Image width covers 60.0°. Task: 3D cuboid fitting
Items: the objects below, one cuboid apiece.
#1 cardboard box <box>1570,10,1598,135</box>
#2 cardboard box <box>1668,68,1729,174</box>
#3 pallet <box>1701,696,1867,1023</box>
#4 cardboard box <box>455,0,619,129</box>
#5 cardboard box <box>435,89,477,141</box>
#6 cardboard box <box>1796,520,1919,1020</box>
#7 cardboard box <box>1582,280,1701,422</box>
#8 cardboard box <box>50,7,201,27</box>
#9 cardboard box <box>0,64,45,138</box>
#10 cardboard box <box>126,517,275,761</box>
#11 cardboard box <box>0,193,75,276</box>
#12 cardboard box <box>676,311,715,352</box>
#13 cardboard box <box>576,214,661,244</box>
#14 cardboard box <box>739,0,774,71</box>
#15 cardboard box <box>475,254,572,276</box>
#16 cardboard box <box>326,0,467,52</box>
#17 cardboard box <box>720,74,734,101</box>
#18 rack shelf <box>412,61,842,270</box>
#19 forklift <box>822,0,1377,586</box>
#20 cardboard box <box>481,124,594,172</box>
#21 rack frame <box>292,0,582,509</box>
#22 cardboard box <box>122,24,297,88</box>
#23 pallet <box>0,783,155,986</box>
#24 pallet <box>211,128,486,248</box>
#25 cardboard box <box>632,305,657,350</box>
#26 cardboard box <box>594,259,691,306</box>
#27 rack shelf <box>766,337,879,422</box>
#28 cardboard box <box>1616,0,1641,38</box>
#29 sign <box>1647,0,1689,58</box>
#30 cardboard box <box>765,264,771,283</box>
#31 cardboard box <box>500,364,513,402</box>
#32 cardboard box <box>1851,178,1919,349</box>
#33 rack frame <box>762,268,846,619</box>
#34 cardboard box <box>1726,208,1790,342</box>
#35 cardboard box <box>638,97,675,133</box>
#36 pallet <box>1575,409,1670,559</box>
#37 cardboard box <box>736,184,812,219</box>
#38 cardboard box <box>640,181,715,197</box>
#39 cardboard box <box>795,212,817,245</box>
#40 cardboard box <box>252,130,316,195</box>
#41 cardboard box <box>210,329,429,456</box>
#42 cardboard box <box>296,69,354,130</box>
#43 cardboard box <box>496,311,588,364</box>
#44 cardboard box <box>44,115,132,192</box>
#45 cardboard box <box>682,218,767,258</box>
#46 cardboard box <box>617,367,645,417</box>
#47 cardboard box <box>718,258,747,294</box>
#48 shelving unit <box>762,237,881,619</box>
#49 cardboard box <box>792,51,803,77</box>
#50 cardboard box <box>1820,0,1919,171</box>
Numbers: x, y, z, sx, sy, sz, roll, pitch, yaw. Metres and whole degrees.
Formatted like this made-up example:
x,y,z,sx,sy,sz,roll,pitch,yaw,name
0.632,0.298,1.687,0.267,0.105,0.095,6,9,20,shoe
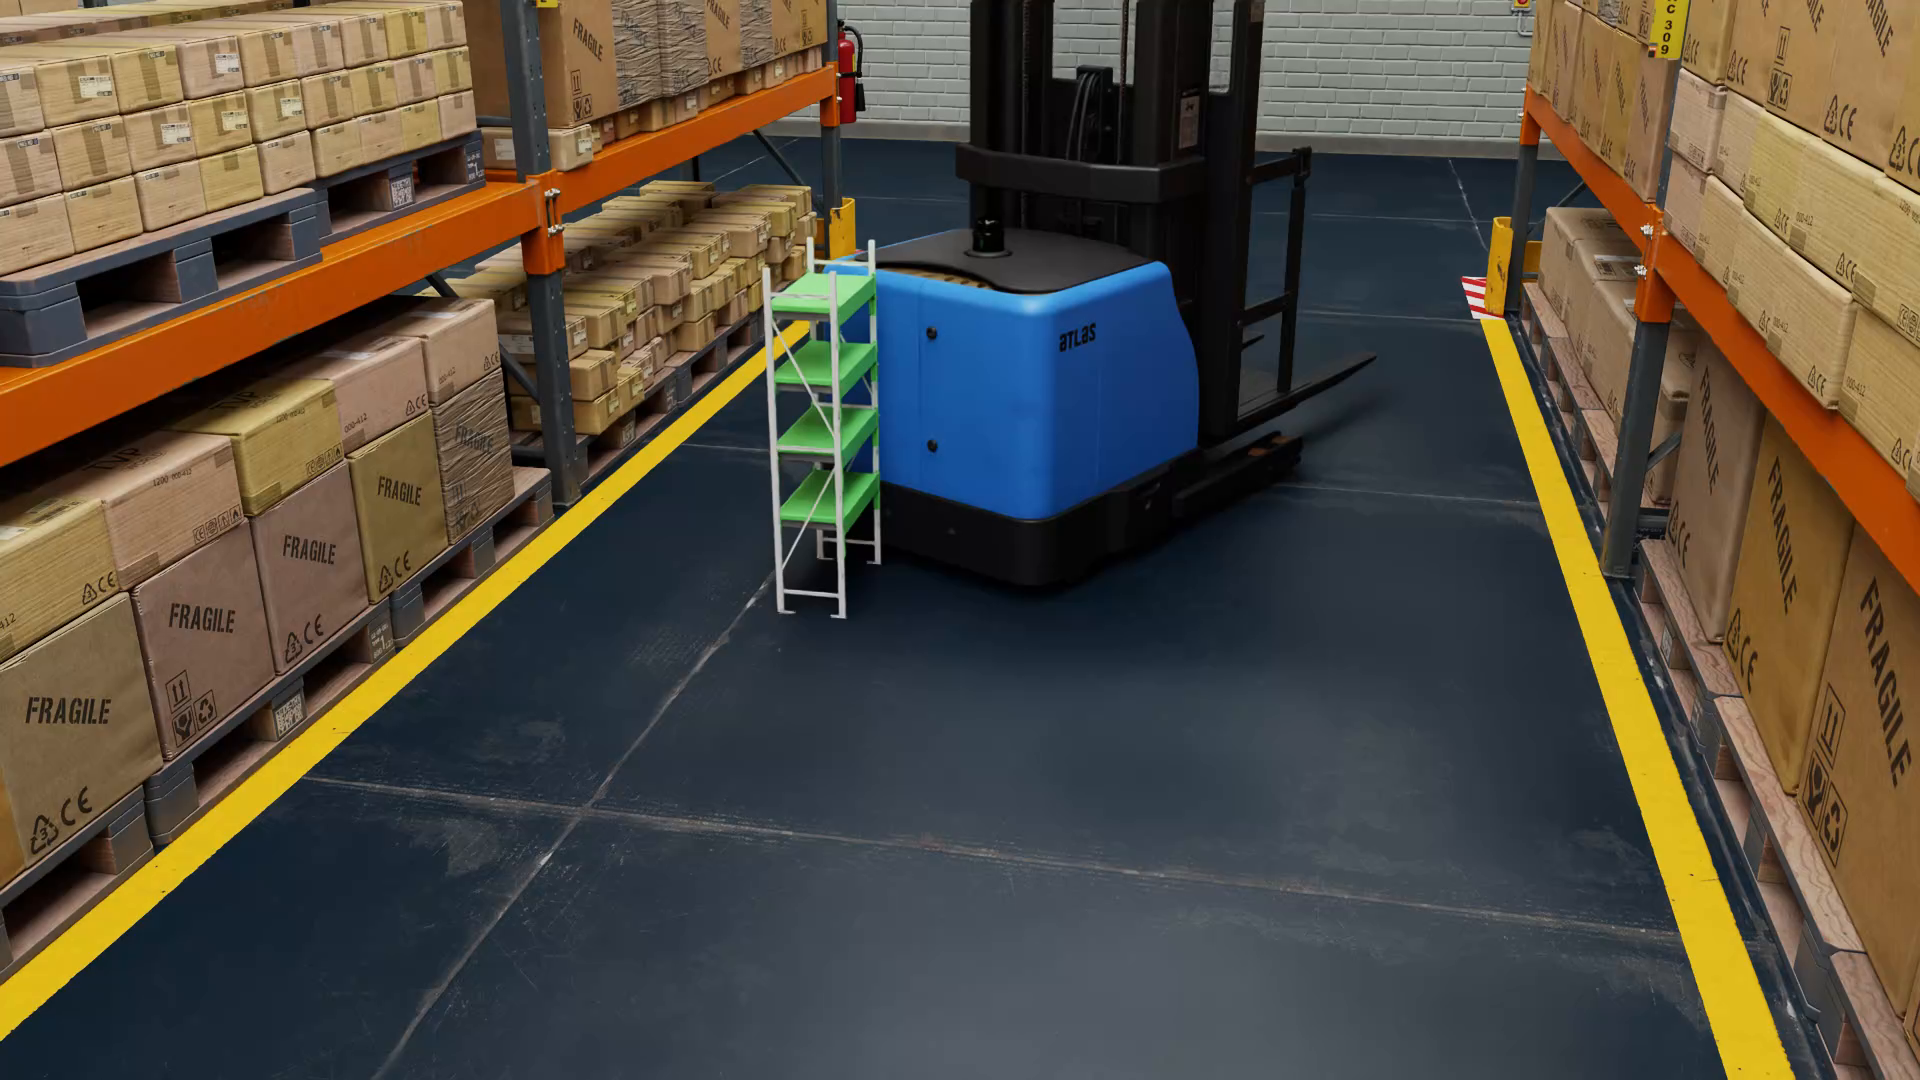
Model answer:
x,y,z,sx,sy,sz,roll,pitch,yaw,name
2.979,-2.035,7.256,0.500,0.500,0.500,5,23,13,cardboard box
2.460,-1.258,4.994,0.500,0.250,0.500,4,22,9,cardboard box
2.495,0.794,4.100,1.003,0.211,1.213,4,22,11,pallet
-1.693,-1.922,6.578,0.500,0.500,0.500,4,22,10,cardboard box
-1.928,-1.493,5.821,0.380,0.149,0.250,4,22,10,cardboard box
2.418,0.446,3.512,0.875,0.875,0.875,5,22,12,cardboard box
3.241,-0.790,7.168,0.875,0.438,0.875,4,22,9,cardboard box
-2.678,-1.625,5.351,0.380,0.149,0.250,5,22,11,cardboard box
-2.359,-1.005,3.811,0.380,0.149,0.250,6,23,13,cardboard box
-2.264,0.241,4.525,0.500,0.500,0.500,4,22,10,cardboard box
-2.353,-0.732,3.931,0.380,0.149,0.250,5,23,13,cardboard box
-1.427,-1.034,8.160,0.380,0.149,0.250,4,22,9,cardboard box
-1.815,-1.631,8.846,0.380,0.149,0.250,5,23,13,cardboard box
-1.269,-2.665,8.423,0.500,0.500,0.500,5,22,11,cardboard box
-2.072,-1.257,7.917,0.380,0.149,0.250,3,22,8,cardboard box
-1.932,-1.768,5.706,0.380,0.149,0.250,5,23,13,cardboard box
-1.364,-2.317,8.427,0.380,0.149,0.250,4,22,9,cardboard box
-1.633,-1.973,8.201,1.077,0.370,4.000,4,22,11,rack shelf
0.797,-1.682,6.606,1.130,2.935,3.031,17,27,35,forklift
-1.663,-1.538,6.493,0.380,0.149,0.250,5,23,13,cardboard box
-2.041,-1.576,6.250,1.000,3.000,0.127,4,22,11,rack frame
-2.147,-1.390,4.767,0.380,0.149,0.250,4,22,9,cardboard box
-2.696,0.895,3.848,1.003,0.211,1.213,4,22,11,pallet
-2.339,-1.218,5.620,1.003,0.211,1.213,4,22,11,pallet
-1.618,-0.984,7.637,0.380,0.149,0.250,3,22,8,cardboard box
-1.488,-1.211,7.802,0.380,0.149,0.250,5,22,12,cardboard box
-0.459,-0.550,5.641,0.258,0.148,0.480,4,22,11,rack shelf
2.763,-2.124,6.140,0.500,0.500,0.500,4,22,10,cardboard box
2.282,-1.715,5.332,0.100,0.325,0.005,4,22,11,sign
-1.257,-1.419,9.116,0.380,0.149,0.250,5,22,11,cardboard box
-2.160,-0.706,7.345,0.380,0.149,0.250,5,22,12,cardboard box
2.045,-0.508,3.131,0.500,0.250,0.500,4,22,10,cardboard box
-0.509,-0.297,5.485,0.240,1.200,0.015,4,22,11,rack frame
2.253,-0.649,4.151,0.500,0.250,0.500,4,22,10,cardboard box
-1.503,-1.926,7.456,0.380,0.149,0.250,5,22,12,cardboard box
3.057,-0.214,6.602,1.003,0.211,1.213,4,22,11,pallet
-1.085,-1.974,9.697,0.380,0.149,0.250,5,22,12,cardboard box
-1.664,-2.021,9.814,0.380,0.149,0.250,3,22,8,cardboard box
-1.053,-1.834,9.748,0.380,0.149,0.250,4,22,9,cardboard box
-2.136,-1.114,4.878,0.380,0.149,0.250,3,22,9,cardboard box
-2.064,-0.480,5.310,0.500,0.250,0.500,6,23,13,cardboard box
-2.086,-1.344,5.051,0.380,0.149,0.250,4,22,9,cardboard box
-1.768,-0.834,6.867,0.380,0.149,0.250,5,23,13,cardboard box
-2.301,-0.961,4.102,0.380,0.149,0.250,4,22,10,cardboard box
-1.236,-1.590,8.743,0.380,0.149,0.250,5,23,13,cardboard box
-1.598,-0.654,7.216,0.380,0.149,0.250,5,22,13,cardboard box
-1.321,-1.361,8.574,0.380,0.149,0.250,6,23,14,cardboard box
-0.459,-0.386,5.707,0.258,1.200,0.503,4,22,11,shelving unit
-1.102,-2.693,9.361,0.380,0.149,0.250,4,22,11,cardboard box
2.173,-1.045,3.462,0.500,0.500,0.500,4,22,10,cardboard box
